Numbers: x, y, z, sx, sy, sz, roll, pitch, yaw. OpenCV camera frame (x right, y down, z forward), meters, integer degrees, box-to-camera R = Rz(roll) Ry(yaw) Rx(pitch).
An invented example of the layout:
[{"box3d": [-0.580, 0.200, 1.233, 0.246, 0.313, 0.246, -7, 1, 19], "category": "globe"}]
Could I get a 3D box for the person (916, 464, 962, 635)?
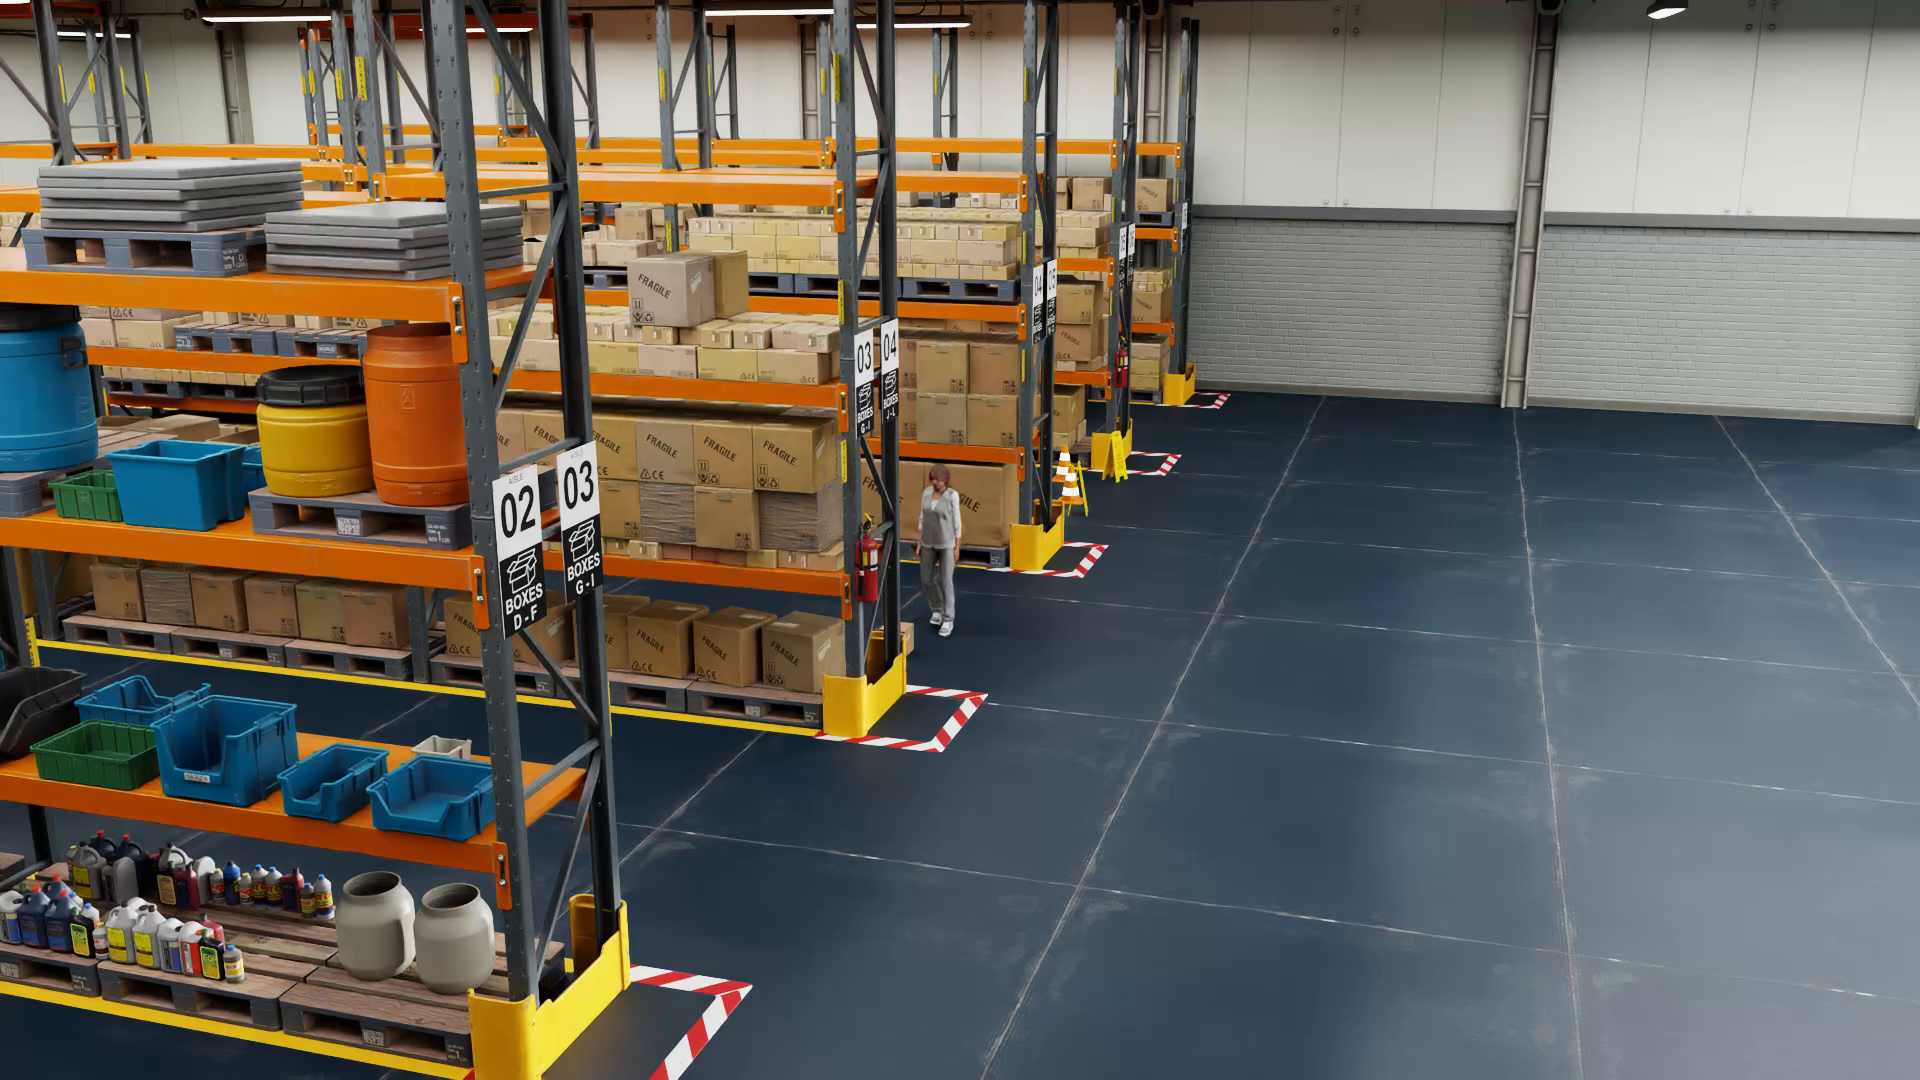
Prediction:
[{"box3d": [-0.197, 0.073, 15.629, 0.429, 1.608, 0.427, 7, 17, 23], "category": "person"}]
